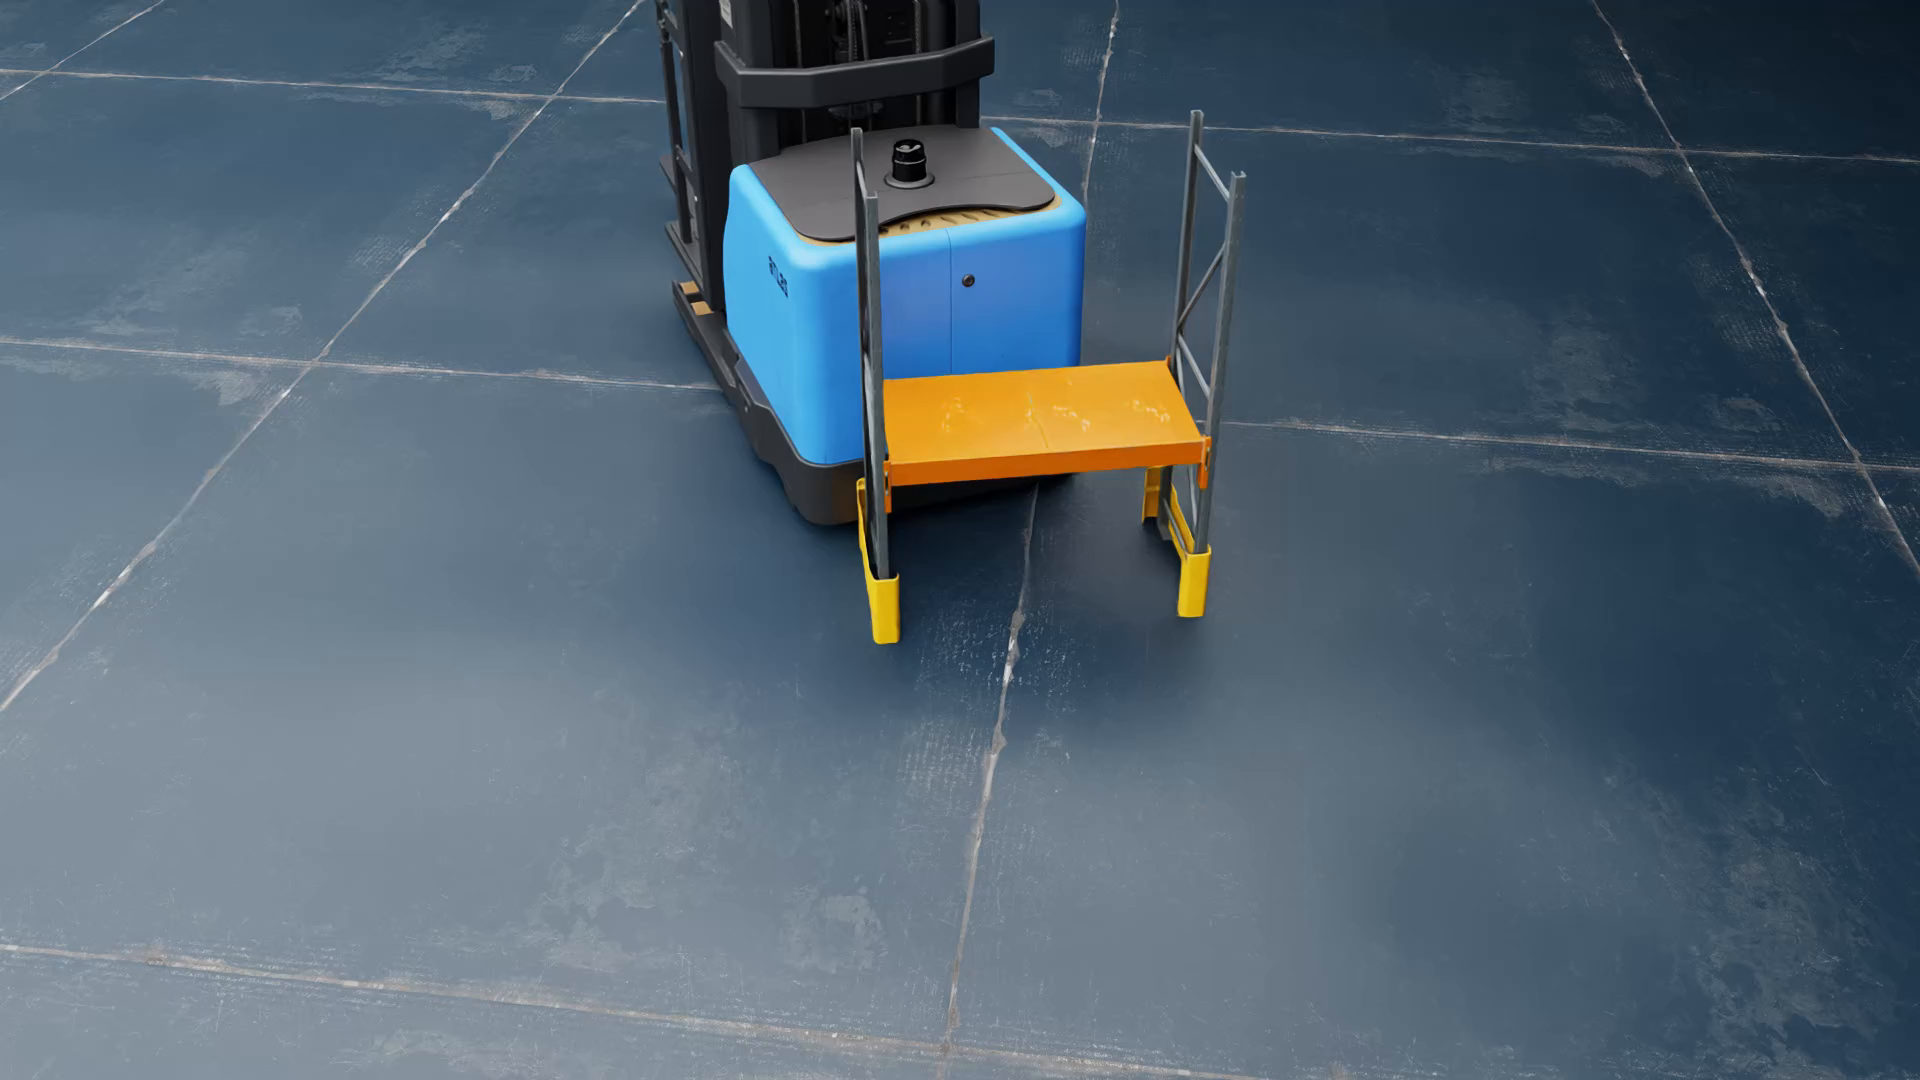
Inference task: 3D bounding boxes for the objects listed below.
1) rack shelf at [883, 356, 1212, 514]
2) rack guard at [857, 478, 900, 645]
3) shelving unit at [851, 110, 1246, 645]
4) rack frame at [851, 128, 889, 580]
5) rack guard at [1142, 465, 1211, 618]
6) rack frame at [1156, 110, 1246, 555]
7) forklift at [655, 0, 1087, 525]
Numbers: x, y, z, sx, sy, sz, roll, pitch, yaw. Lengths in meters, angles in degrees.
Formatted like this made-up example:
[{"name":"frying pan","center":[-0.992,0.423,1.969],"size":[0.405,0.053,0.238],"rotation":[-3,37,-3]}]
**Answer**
[{"name":"rack shelf","center":[0.234,-0.342,5.248],"size":[1.000,0.185,0.538],"rotation":[-5,36,-6]},{"name":"rack guard","center":[-0.269,0.060,5.451],"size":[0.087,0.250,0.587],"rotation":[-5,36,-6]},{"name":"shelving unit","center":[0.225,-0.488,5.143],"size":[1.083,1.500,0.587],"rotation":[-5,36,-6]},{"name":"rack frame","center":[-0.270,-0.449,5.088],"size":[0.032,1.500,0.500],"rotation":[-5,36,-6]},{"name":"rack guard","center":[0.718,-0.019,5.561],"size":[0.087,0.250,0.587],"rotation":[-5,36,-6]},{"name":"rack frame","center":[0.738,-0.529,5.200],"size":[0.032,1.500,0.500],"rotation":[-5,36,-6]},{"name":"forklift","center":[-0.571,-2.096,6.163],"size":[1.130,2.935,3.031],"rotation":[-13,37,-17]}]
